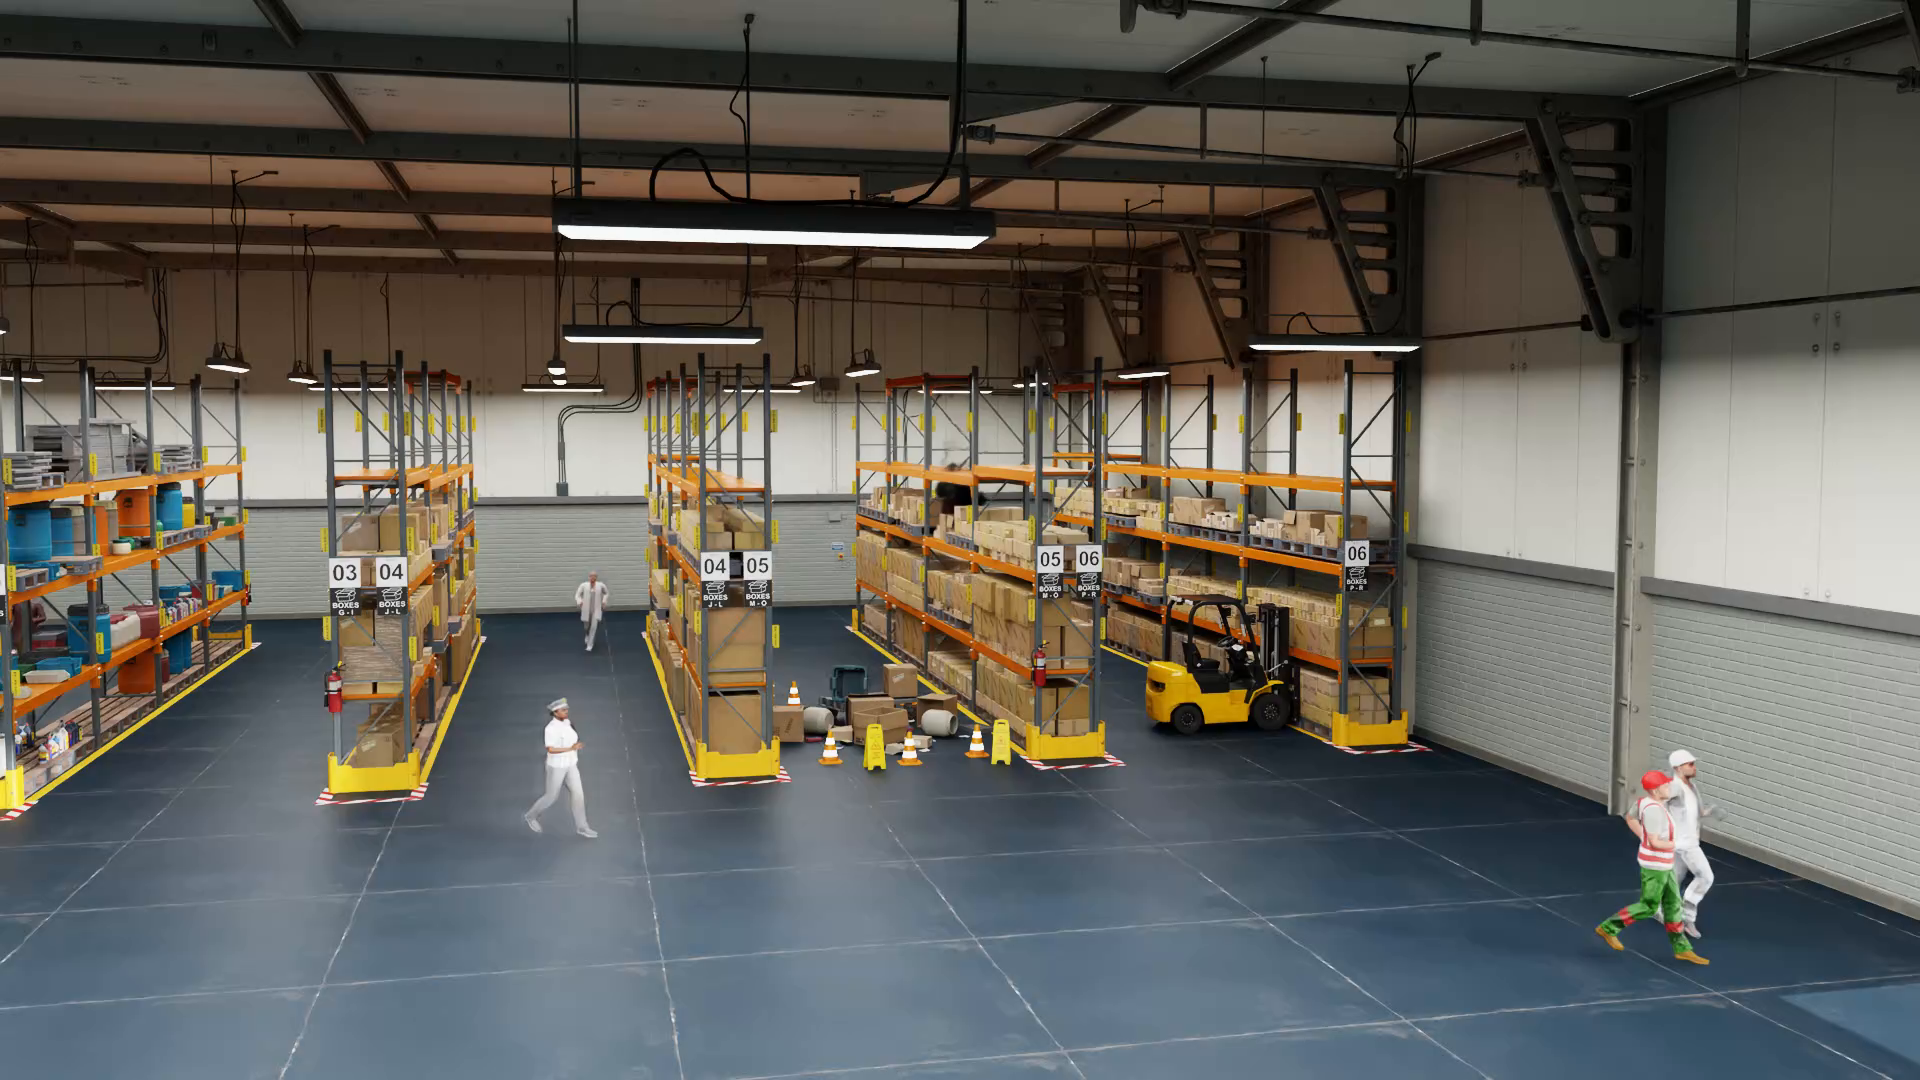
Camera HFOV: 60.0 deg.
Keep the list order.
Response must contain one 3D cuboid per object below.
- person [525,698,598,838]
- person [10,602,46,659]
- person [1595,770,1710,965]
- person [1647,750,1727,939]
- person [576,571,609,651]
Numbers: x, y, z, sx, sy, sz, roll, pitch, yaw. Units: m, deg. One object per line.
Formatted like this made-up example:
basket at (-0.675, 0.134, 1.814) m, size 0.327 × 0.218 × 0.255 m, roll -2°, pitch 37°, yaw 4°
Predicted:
person at (-4.816, 2.734, 20.082) m, size 0.945 × 1.682 × 0.575 m, roll 2°, pitch 4°, yaw 25°
person at (-18.383, 1.844, 32.739) m, size 0.719 × 1.751 × 0.970 m, roll -1°, pitch 4°, yaw -20°
person at (6.425, 3.016, 15.385) m, size 0.987 × 1.786 × 0.656 m, roll 2°, pitch 4°, yaw 23°
person at (7.113, 2.974, 16.337) m, size 0.747 × 1.828 × 0.642 m, roll 3°, pitch 5°, yaw 34°
person at (-8.181, 1.563, 37.042) m, size 0.733 × 1.748 × 0.903 m, roll -1°, pitch 4°, yaw -12°
